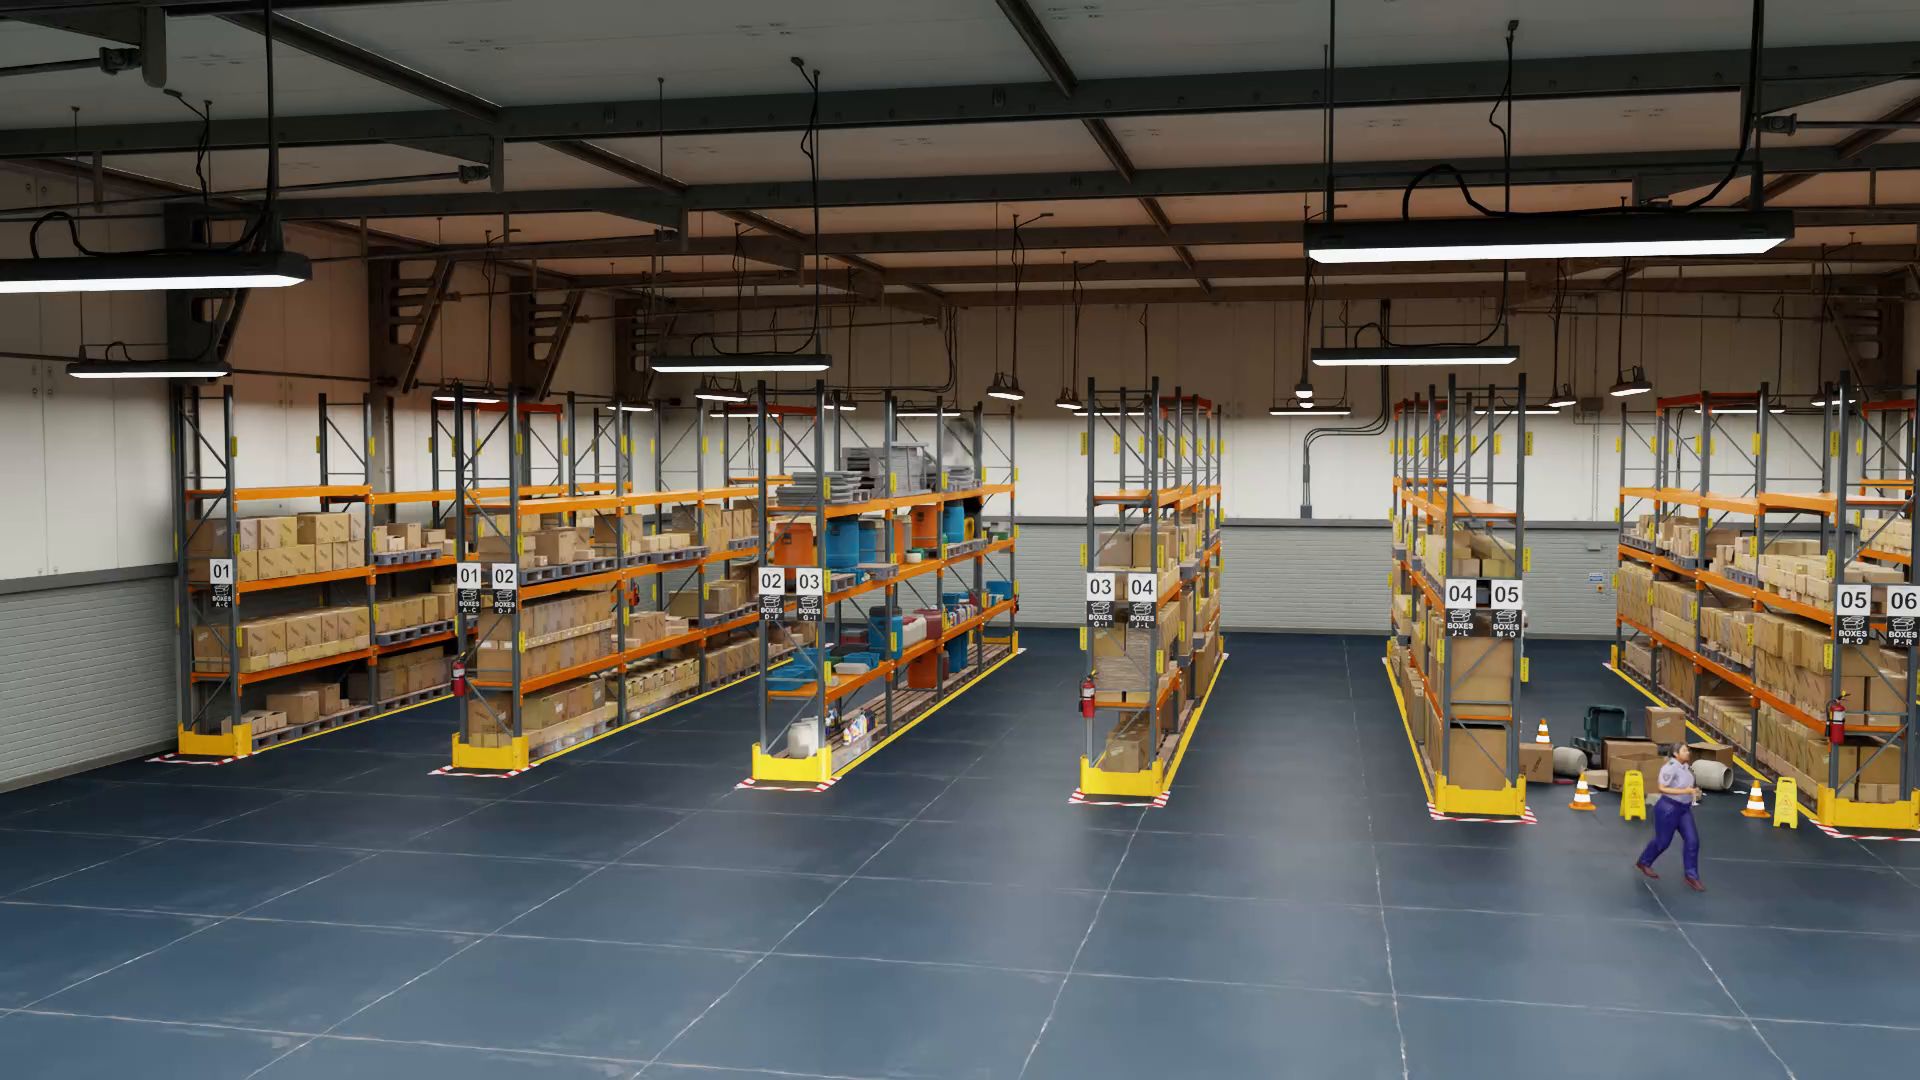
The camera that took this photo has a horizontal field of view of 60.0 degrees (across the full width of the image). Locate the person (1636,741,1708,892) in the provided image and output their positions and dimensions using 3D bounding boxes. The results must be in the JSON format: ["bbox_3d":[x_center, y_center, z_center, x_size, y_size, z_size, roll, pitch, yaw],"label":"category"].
[{"bbox_3d":[8.093,3.127,18.943,0.582,1.696,0.826,-2,4,-34],"label":"person"}]

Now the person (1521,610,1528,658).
[{"bbox_3d":[11.889,2.103,35.772,0.671,1.783,0.884,0,3,7],"label":"person"}]
